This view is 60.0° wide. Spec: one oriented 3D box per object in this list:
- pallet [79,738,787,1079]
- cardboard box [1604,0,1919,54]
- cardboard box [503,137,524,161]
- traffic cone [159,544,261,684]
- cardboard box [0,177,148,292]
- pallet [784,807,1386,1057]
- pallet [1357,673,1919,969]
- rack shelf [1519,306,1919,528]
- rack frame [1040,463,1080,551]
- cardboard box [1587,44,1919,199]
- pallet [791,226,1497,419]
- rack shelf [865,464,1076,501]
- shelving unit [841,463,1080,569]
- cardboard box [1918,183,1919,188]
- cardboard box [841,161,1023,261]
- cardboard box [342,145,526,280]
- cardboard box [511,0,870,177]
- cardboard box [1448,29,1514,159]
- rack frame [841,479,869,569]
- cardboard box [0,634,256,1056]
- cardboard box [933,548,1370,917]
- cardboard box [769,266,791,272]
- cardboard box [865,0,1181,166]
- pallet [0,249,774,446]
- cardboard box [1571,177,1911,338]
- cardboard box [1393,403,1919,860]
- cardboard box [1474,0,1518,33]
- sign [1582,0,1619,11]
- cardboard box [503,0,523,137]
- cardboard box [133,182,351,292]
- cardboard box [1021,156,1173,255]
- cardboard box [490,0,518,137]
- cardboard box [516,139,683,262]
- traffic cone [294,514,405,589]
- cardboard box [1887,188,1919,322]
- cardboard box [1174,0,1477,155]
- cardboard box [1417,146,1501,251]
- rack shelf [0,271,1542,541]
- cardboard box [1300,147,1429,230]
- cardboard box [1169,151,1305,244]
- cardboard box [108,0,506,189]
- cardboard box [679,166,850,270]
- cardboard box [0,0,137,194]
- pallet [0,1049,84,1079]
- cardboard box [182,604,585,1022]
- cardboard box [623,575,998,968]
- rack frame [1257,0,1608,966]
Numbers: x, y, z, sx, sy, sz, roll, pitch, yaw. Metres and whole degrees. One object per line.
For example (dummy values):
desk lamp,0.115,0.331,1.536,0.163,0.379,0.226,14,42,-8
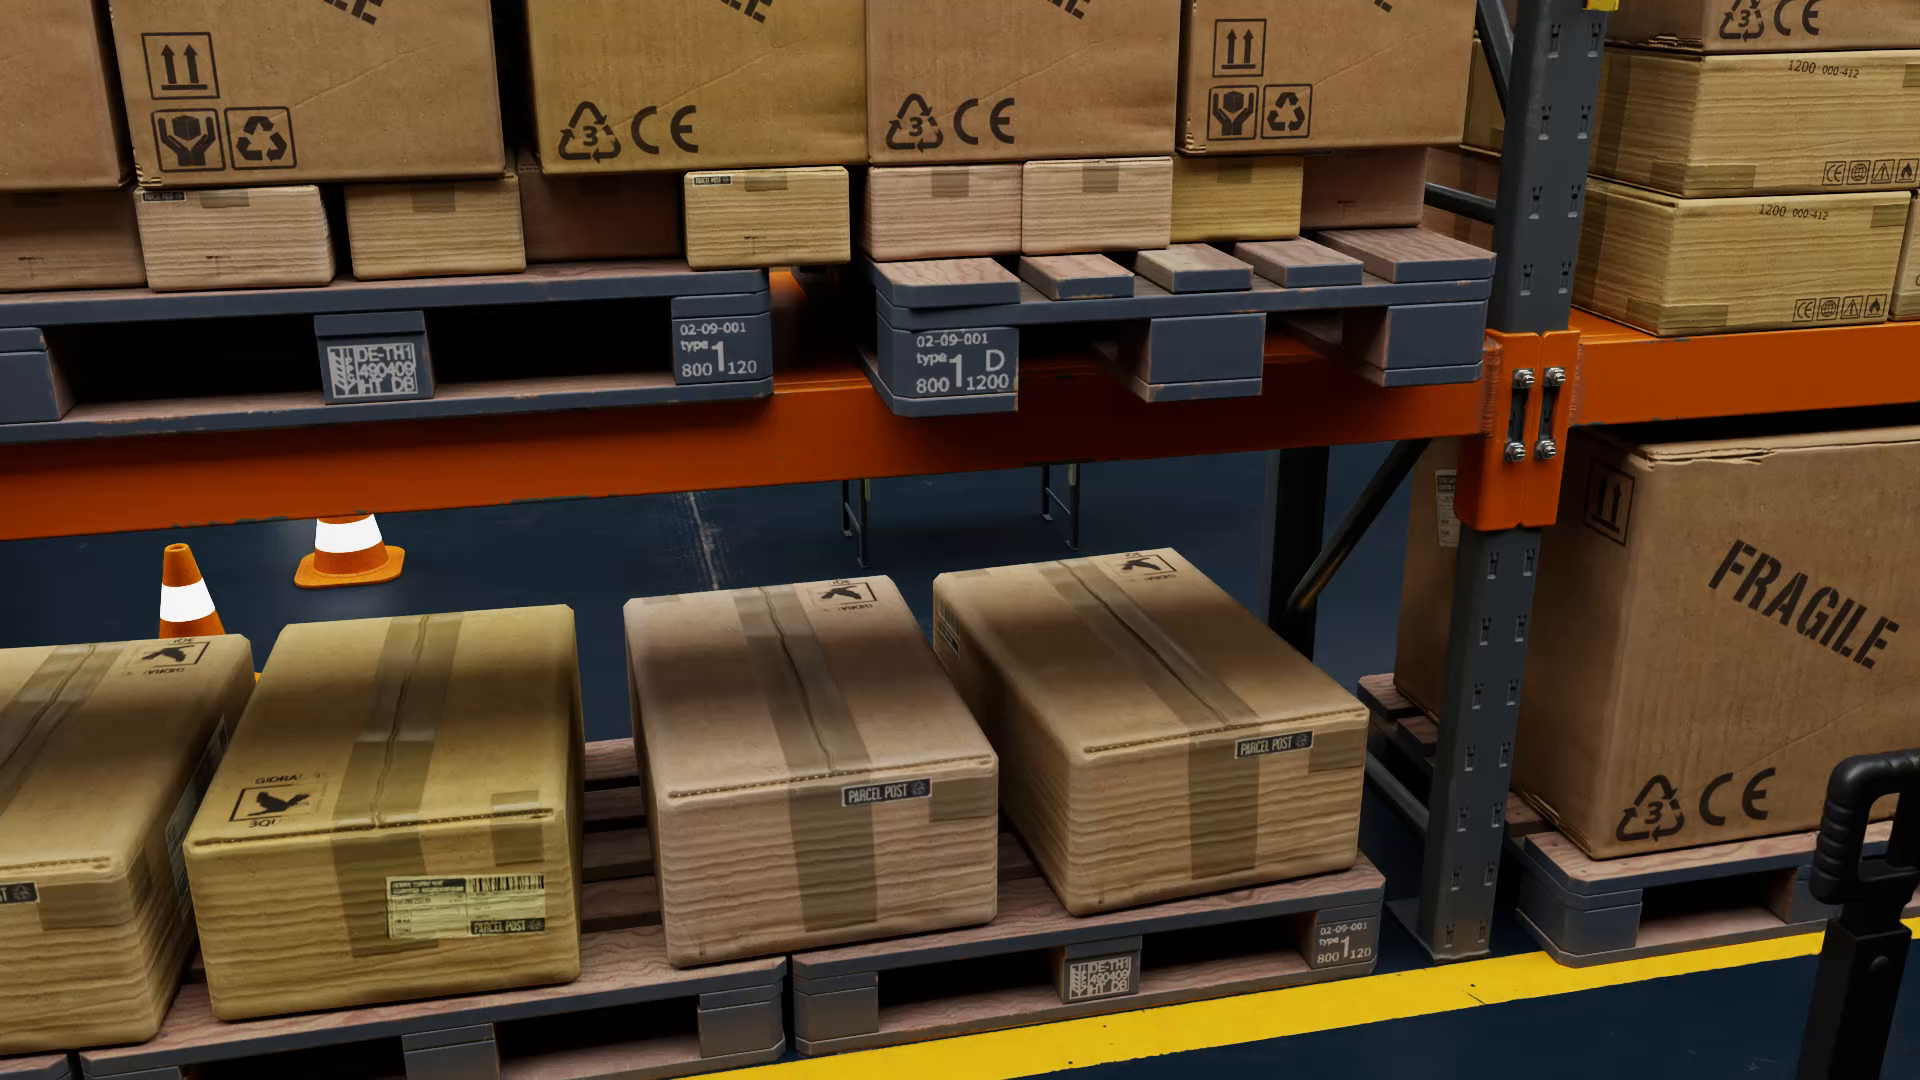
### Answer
pallet,-1.023,0.762,3.429,1.213,0.211,1.003,-5,21,-12
cardboard box,1.459,-1.178,3.071,0.500,0.500,0.500,-5,21,-14
cardboard box,-0.751,-0.707,3.139,0.250,0.149,0.380,-4,20,-10
traffic cone,-2.085,0.237,4.496,0.334,0.463,0.336,-5,21,-12
cardboard box,-1.355,-0.495,2.560,0.250,0.149,0.380,-4,21,-12
pallet,0.162,0.666,3.689,1.213,0.211,1.003,-5,21,-12
pallet,1.707,0.568,3.958,1.213,0.211,1.003,-5,21,-12
rack shelf,2.869,-0.525,3.933,4.000,0.370,1.077,-5,21,-12
rack frame,0.350,-0.733,5.634,0.023,1.500,0.400,-5,21,-12
cardboard box,1.473,-0.826,3.200,0.500,0.250,0.500,-5,21,-13
pallet,0.254,-0.522,3.159,1.003,0.211,1.213,-5,21,-12
rack shelf,-0.006,-0.398,5.667,0.720,0.370,0.431,-5,21,-12
shelving unit,-0.006,-0.704,5.555,0.755,1.500,0.431,-5,21,-12
cardboard box,1.976,-0.867,3.311,0.500,0.250,0.500,-4,21,-11
cardboard box,-0.068,-0.581,2.795,0.250,0.149,0.380,-6,21,-15
cardboard box,-0.832,-0.530,2.655,0.250,0.149,0.380,-5,21,-14
cardboard box,-0.447,-0.874,2.652,0.500,0.500,0.500,-6,21,-16
cardboard box,1.336,-0.992,3.654,0.500,0.250,0.500,-5,21,-13
rack frame,-0.363,-0.675,5.476,0.023,1.500,0.400,-5,21,-12
cardboard box,-1.761,0.548,3.166,0.625,0.372,0.950,-3,20,-9
cardboard box,0.371,0.374,3.644,0.625,0.372,0.950,-6,21,-16
cardboard box,-0.928,-1.476,8.144,0.750,0.750,1.050,-5,21,-13
cardboard box,0.044,-0.915,2.762,0.500,0.500,0.500,-5,21,-13
pallet,-0.994,-0.444,2.945,1.213,0.211,1.003,-5,21,-12
cardboard box,1.457,-0.589,3.279,0.500,0.250,0.500,-5,21,-13
cardboard box,1.614,0.069,3.743,0.875,0.875,0.875,-5,21,-13
cardboard box,1.366,-1.349,3.538,0.500,0.500,0.500,-5,21,-14
sign,1.057,-1.030,2.698,0.005,0.325,0.100,-5,21,-12
cardboard box,-0.589,-1.042,3.111,0.500,0.500,0.500,-4,21,-12
cardboard box,-1.085,-0.499,2.570,0.250,0.149,0.380,-4,20,-10
cardboard box,0.179,-0.599,2.843,0.250,0.149,0.380,-5,21,-13
cardboard box,-1.078,-1.005,3.010,0.500,0.500,0.500,-5,21,-15
cardboard box,-0.606,-0.577,2.784,0.250,0.149,0.380,-4,21,-12
traffic cone,-2.033,-0.121,5.473,0.334,0.463,0.336,-5,21,-12
cardboard box,1.953,-0.635,3.406,0.500,0.250,0.500,-5,21,-14
cardboard box,0.544,-0.959,2.884,0.500,0.500,0.500,-5,21,-14
cardboard box,1.355,-0.761,3.749,0.500,0.250,0.500,-5,21,-14
rack shelf,-1.024,-0.208,3.068,4.000,0.370,1.077,-5,21,-12
cardboard box,0.658,-0.679,3.062,0.250,0.149,0.380,-4,20,-10
cardboard box,0.414,-0.634,2.938,0.250,0.149,0.380,-4,21,-12
cardboard box,-0.979,-0.831,2.535,0.500,0.500,0.500,-6,21,-15
cardboard box,-0.333,-0.555,2.723,0.250,0.149,0.380,-4,21,-12
cardboard box,-1.476,-0.787,2.414,0.500,0.500,0.500,-5,21,-13
pallet,-2.213,0.859,3.162,1.213,0.211,1.003,-5,21,-12
cardboard box,-1.085,0.493,3.318,0.625,0.372,0.950,-4,20,-11
cardboard box,-0.346,0.435,3.477,0.625,0.372,0.950,-5,21,-14
rack frame,0.923,-0.705,3.377,0.127,3.000,1.000,-5,21,-12
